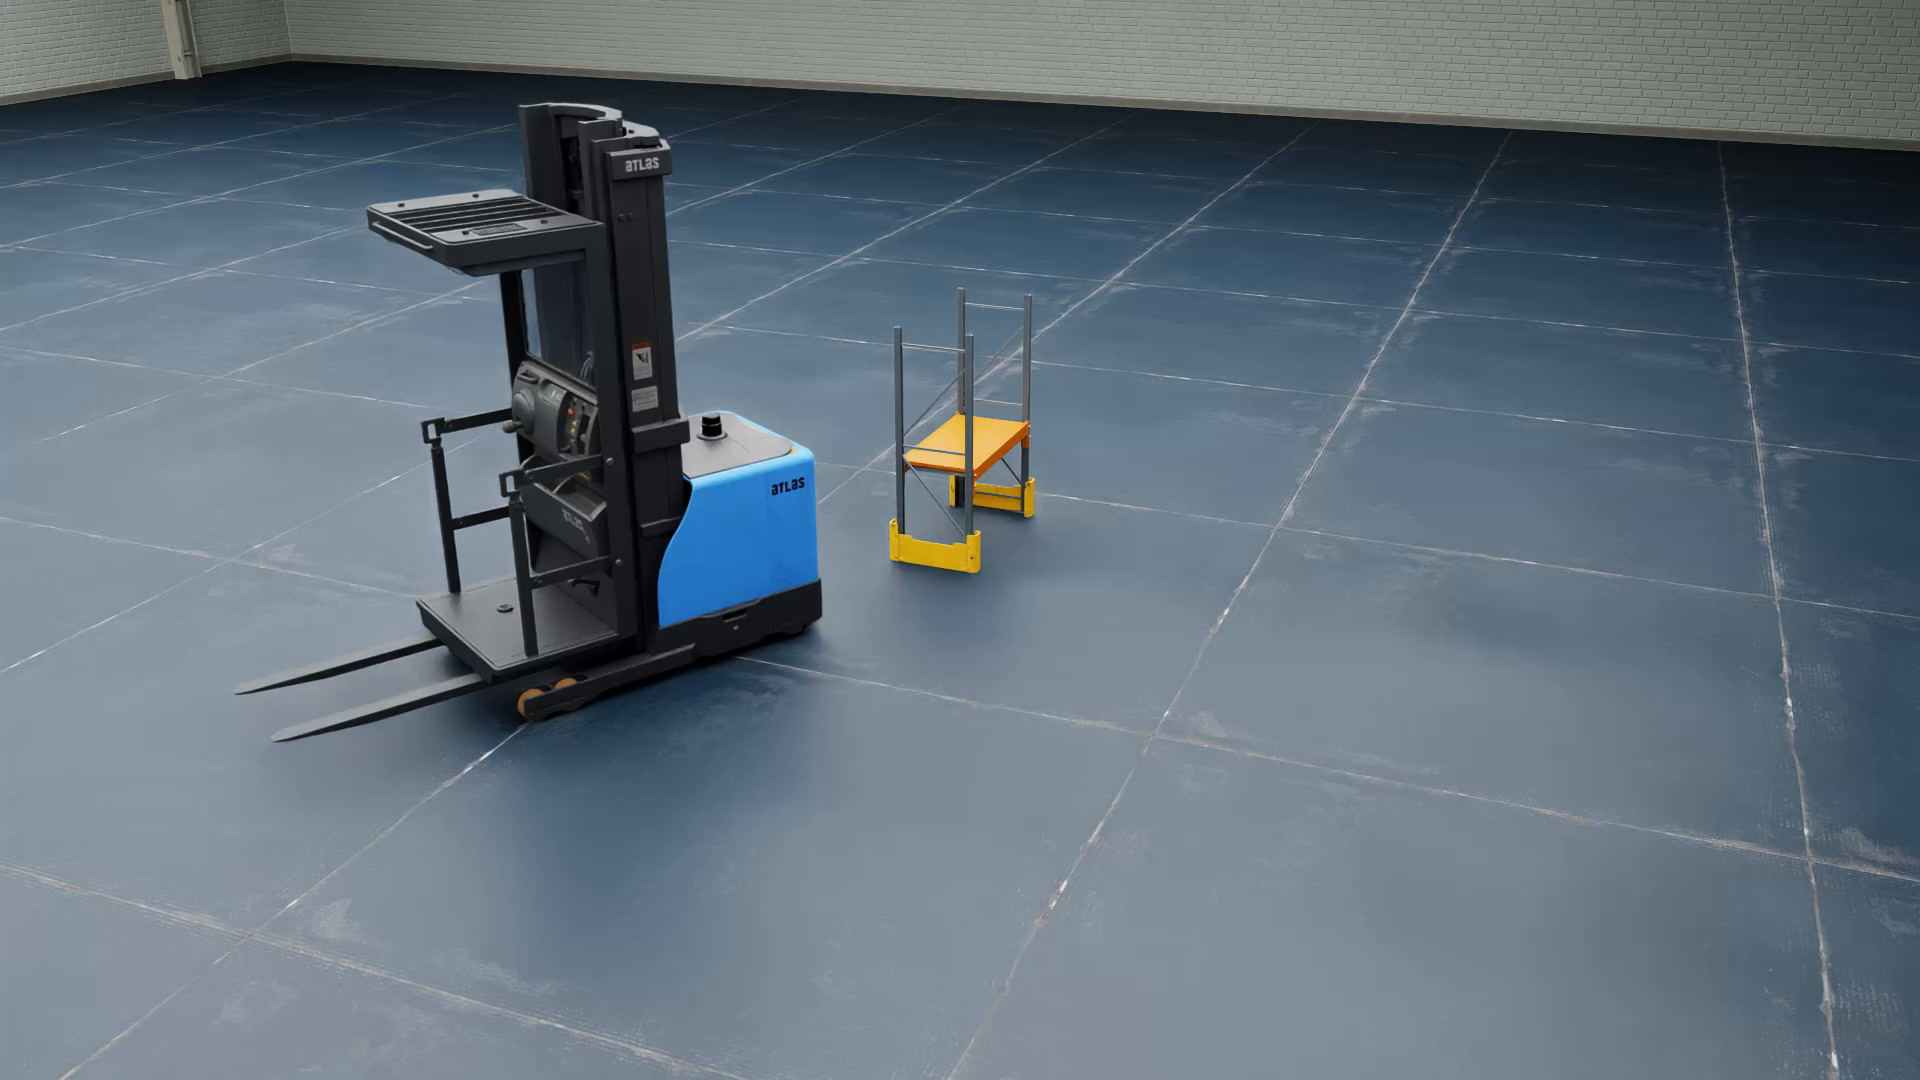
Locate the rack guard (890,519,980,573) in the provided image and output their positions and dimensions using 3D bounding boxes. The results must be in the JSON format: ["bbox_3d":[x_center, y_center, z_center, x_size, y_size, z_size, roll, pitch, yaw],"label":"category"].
[{"bbox_3d":[-0.157,0.036,10.340,0.587,0.250,0.087,9,24,20],"label":"rack guard"}]

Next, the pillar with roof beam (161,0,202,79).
[{"bbox_3d":[-10.919,-12.470,28.929,9.100,9.000,0.400,9,24,20],"label":"pillar with roof beam"}]

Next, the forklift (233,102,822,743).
[{"bbox_3d":[-2.263,-0.650,8.503,3.031,2.935,1.130,-17,28,-35],"label":"forklift"}]

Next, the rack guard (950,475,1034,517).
[{"bbox_3d":[0.213,-0.321,11.194,0.587,0.250,0.087,9,24,20],"label":"rack guard"}]

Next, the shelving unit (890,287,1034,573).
[{"bbox_3d":[0.028,-0.719,10.526,0.587,1.500,1.083,9,24,20],"label":"shelving unit"}]

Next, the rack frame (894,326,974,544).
[{"bbox_3d":[-0.157,-0.541,10.098,0.500,1.500,0.032,9,24,20],"label":"rack frame"}]

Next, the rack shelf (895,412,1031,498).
[{"bbox_3d":[0.032,-0.557,10.603,0.538,0.185,1.000,9,24,20],"label":"rack shelf"}]

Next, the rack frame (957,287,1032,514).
[{"bbox_3d":[0.221,-0.904,10.970,0.500,1.500,0.032,9,24,20],"label":"rack frame"}]
